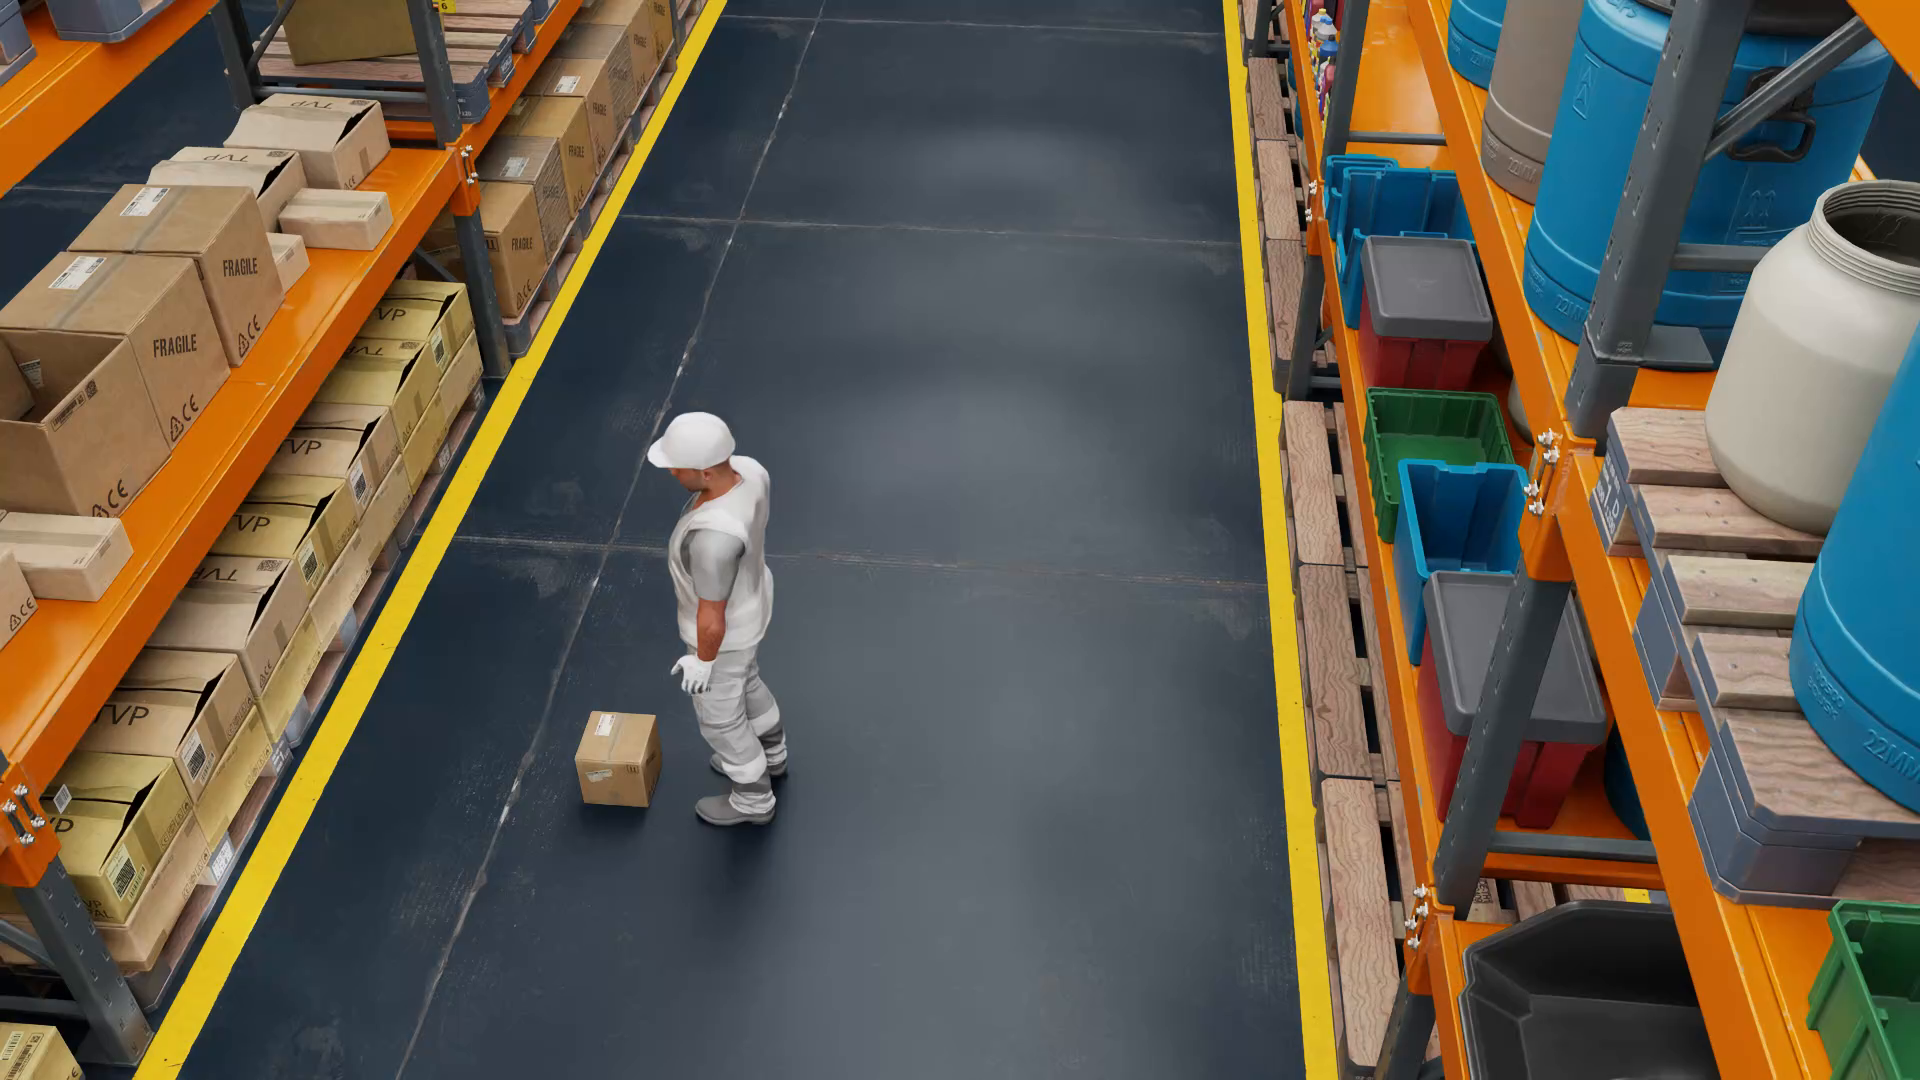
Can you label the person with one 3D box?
[{"bbox_3d":[-0.819,0.293,5.794,0.351,1.781,0.528,4,40,5],"label":"person"}]
